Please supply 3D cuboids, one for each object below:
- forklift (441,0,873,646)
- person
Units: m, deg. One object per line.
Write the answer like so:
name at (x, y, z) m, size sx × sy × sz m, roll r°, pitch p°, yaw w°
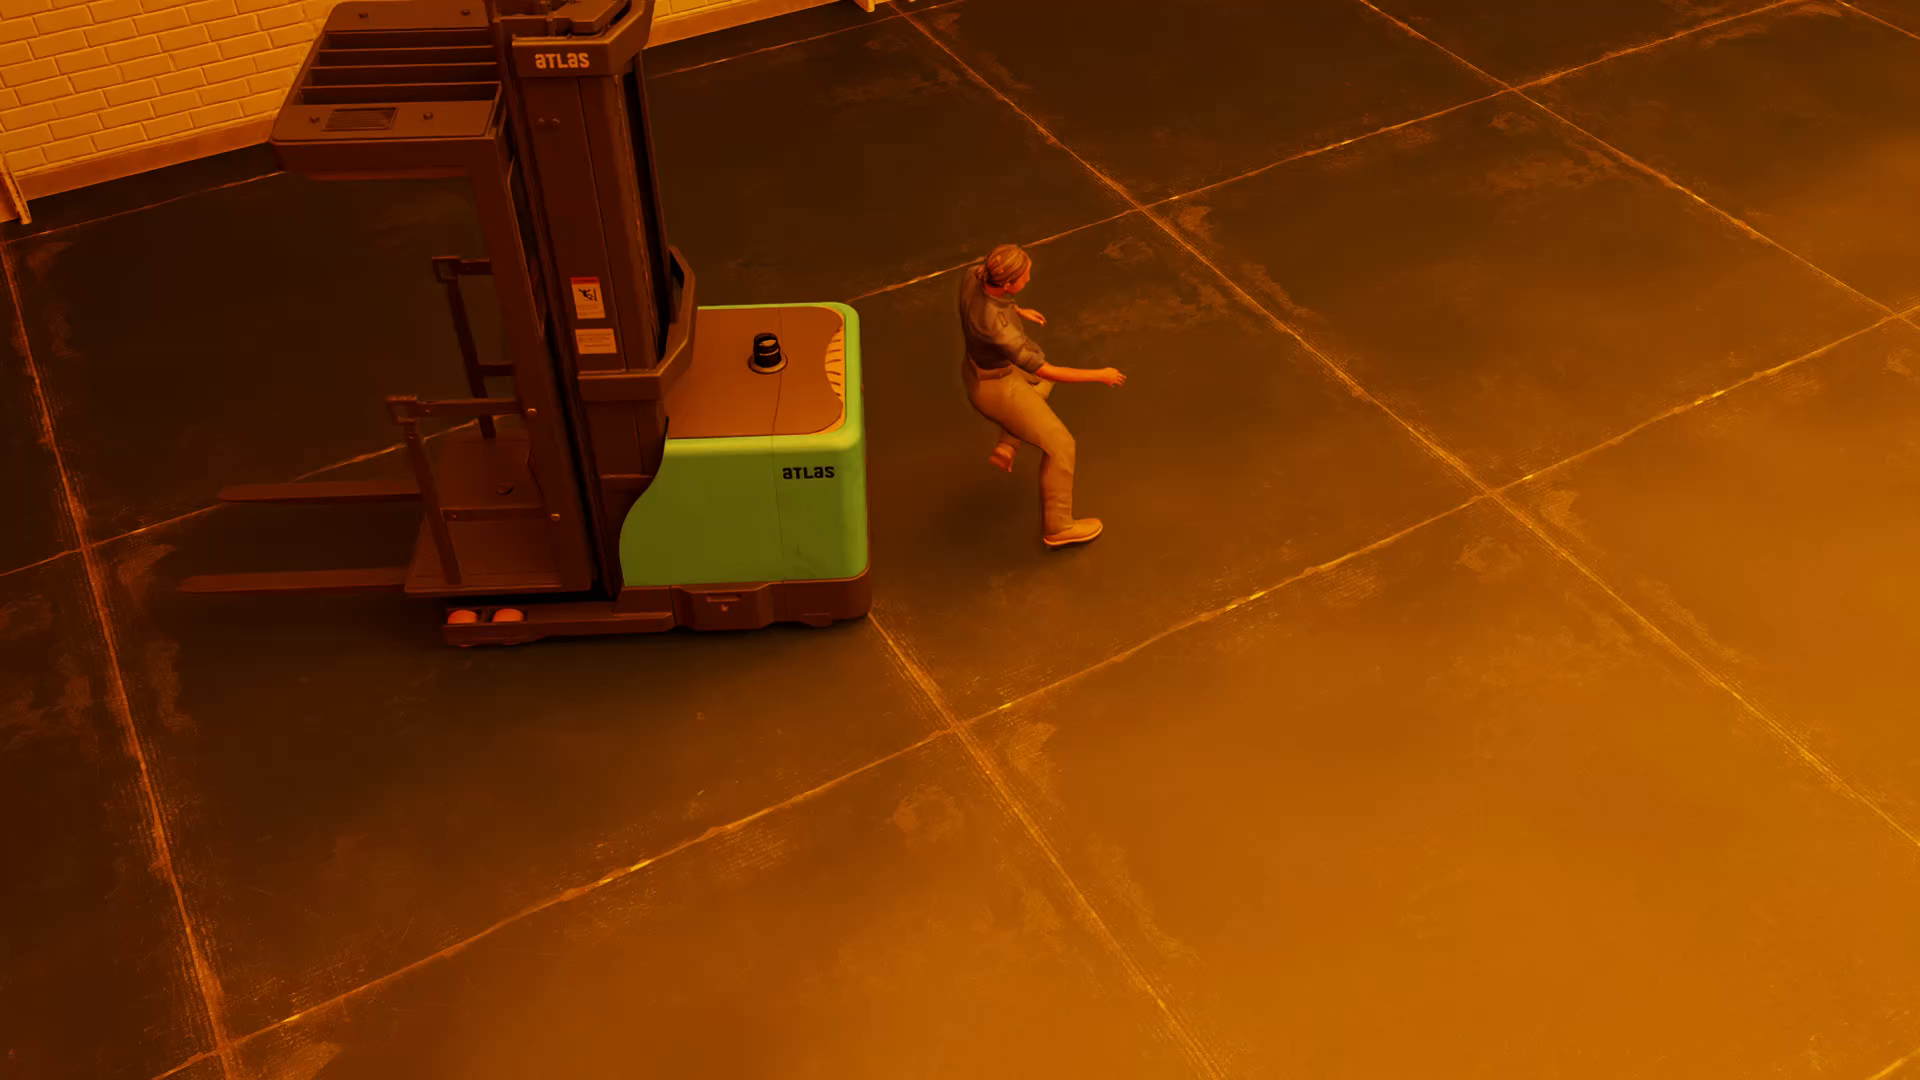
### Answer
forklift at (-1.928, -0.976, 6.750) m, size 3.031 × 2.935 × 1.130 m, roll -2°, pitch 43°, yaw -2°
person at (0.360, -0.750, 7.565) m, size 0.704 × 1.479 × 0.742 m, roll -10°, pitch 44°, yaw -10°
